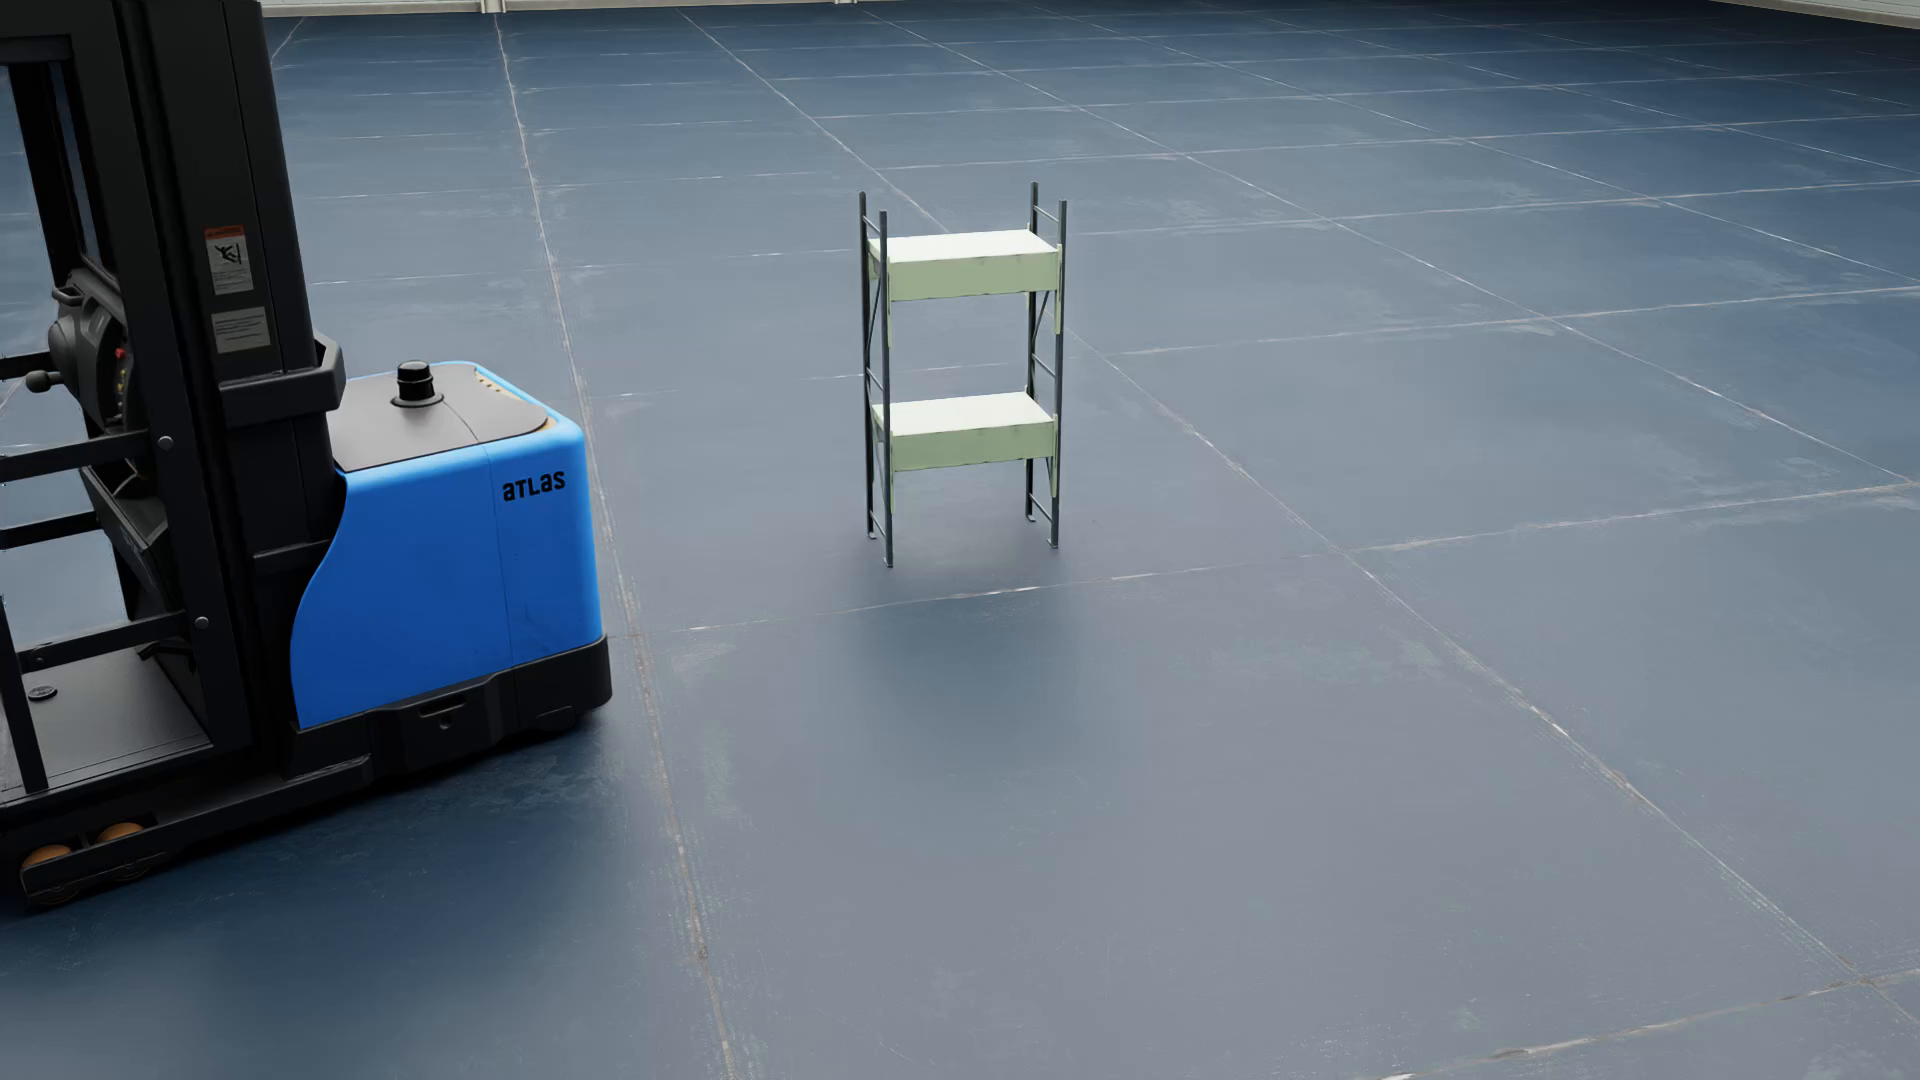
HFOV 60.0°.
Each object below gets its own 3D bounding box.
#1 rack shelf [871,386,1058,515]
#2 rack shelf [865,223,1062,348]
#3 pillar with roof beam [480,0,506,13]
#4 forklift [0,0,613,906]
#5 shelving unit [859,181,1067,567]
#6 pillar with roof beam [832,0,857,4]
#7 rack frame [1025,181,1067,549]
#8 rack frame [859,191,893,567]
[{"bbox_3d":[0.006,-0.390,7.084,0.720,0.370,0.431,-6,24,-14],"label":"rack shelf"},{"bbox_3d":[0.006,-1.049,6.802,0.720,0.370,0.431,-6,24,-14],"label":"rack shelf"},{"bbox_3d":[-6.660,-11.364,22.321,0.400,9.000,9.100,-6,24,-14],"label":"pillar with roof beam"},{"bbox_3d":[-2.694,-0.531,4.771,3.031,2.935,1.130,-17,28,-34],"label":"forklift"},{"bbox_3d":[0.006,-0.690,6.956,0.755,1.500,0.431,-6,24,-14],"label":"shelving unit"},{"bbox_3d":[-0.883,-12.003,23.811,0.400,9.000,9.100,-6,24,-14],"label":"pillar with roof beam"},{"bbox_3d":[0.359,-0.729,7.047,0.023,1.500,0.400,-6,24,-14],"label":"rack frame"},{"bbox_3d":[-0.346,-0.651,6.865,0.023,1.500,0.400,-6,24,-14],"label":"rack frame"}]
